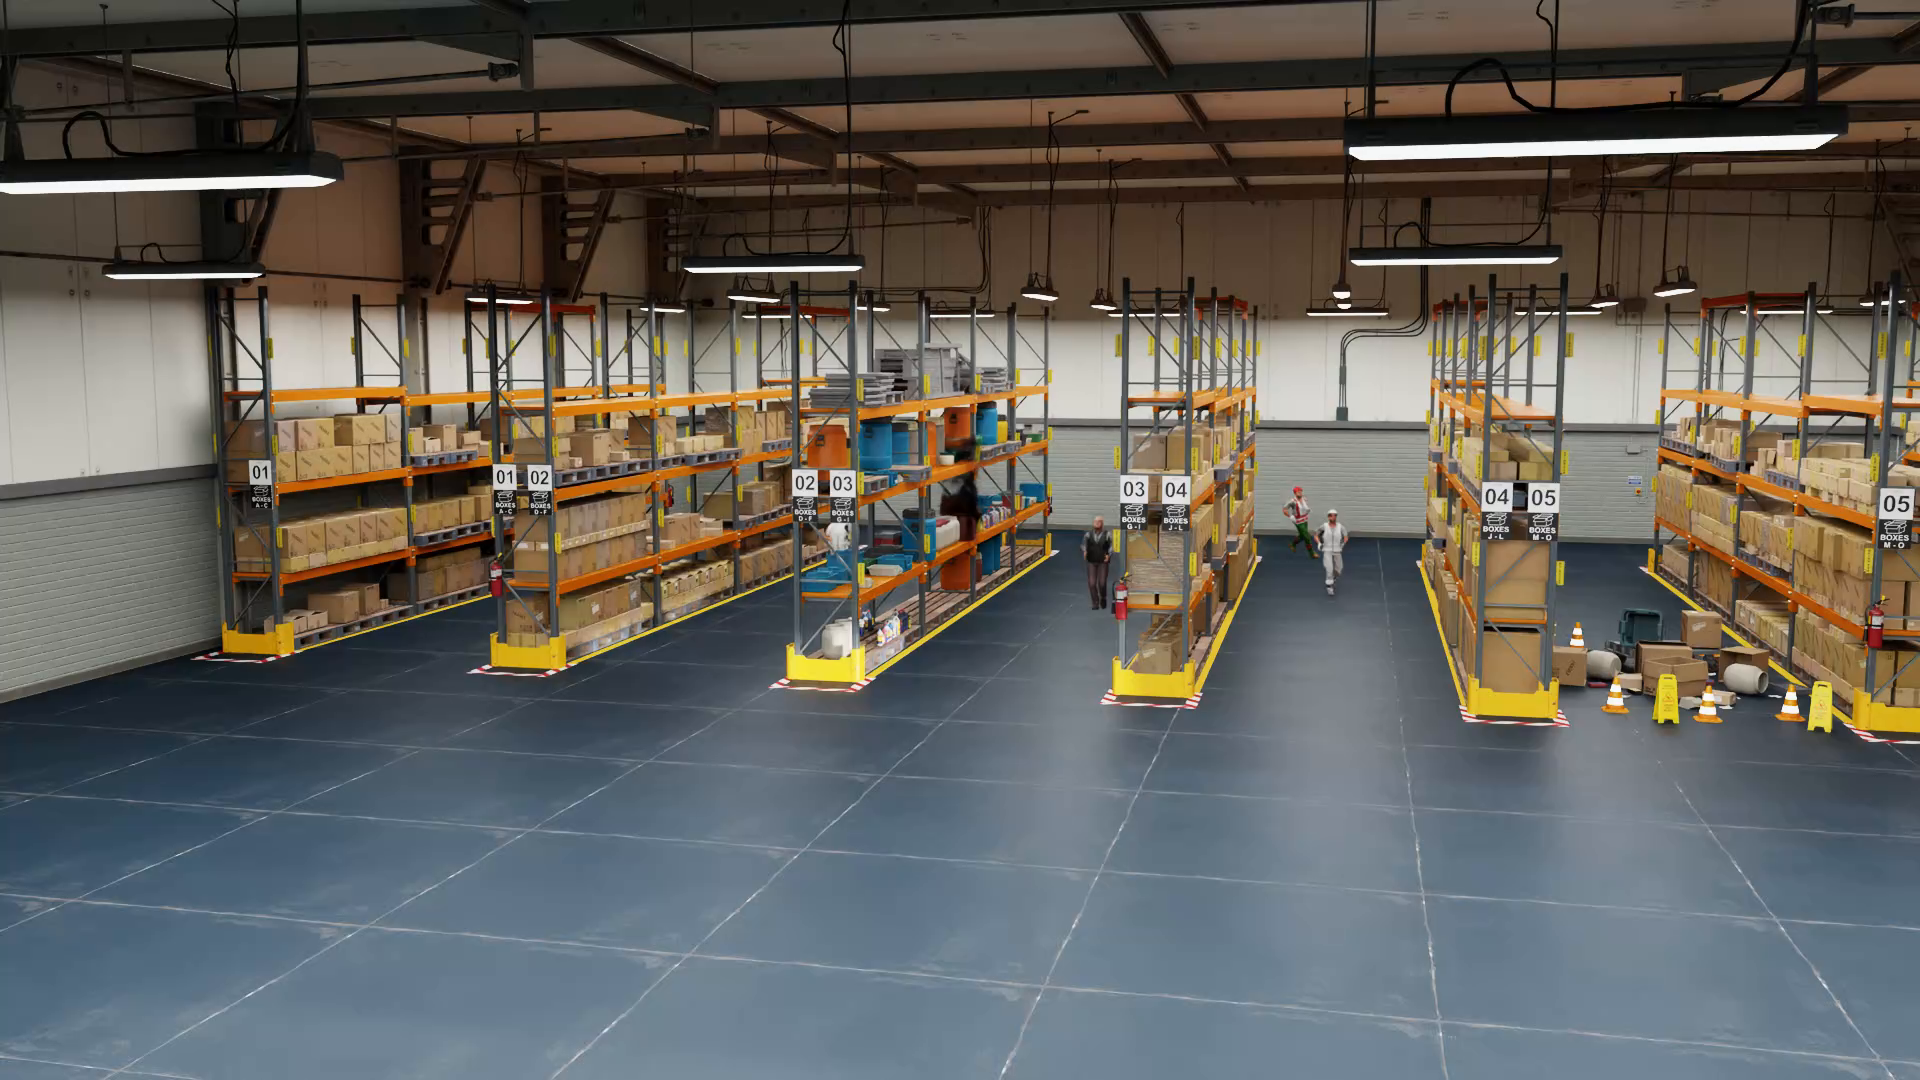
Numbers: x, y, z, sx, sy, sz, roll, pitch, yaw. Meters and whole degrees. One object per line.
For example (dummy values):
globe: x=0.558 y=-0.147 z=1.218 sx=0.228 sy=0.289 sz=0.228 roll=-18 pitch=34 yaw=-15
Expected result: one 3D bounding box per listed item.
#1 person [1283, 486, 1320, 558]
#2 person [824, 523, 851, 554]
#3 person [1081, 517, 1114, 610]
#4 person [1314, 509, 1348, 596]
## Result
person: x=8.104 y=-0.433 z=39.845 sx=0.708 sy=1.729 sz=0.934 roll=-5 pitch=9 yaw=-39
person: x=-2.279 y=0.263 z=31.582 sx=0.612 sy=1.724 sz=0.820 roll=1 pitch=7 yaw=9
person: x=2.483 y=0.430 z=30.067 sx=0.656 sy=1.694 sz=0.528 roll=2 pitch=7 yaw=14
person: x=7.563 y=0.249 z=33.870 sx=0.663 sy=1.747 sz=0.780 roll=0 pitch=7 yaw=4
